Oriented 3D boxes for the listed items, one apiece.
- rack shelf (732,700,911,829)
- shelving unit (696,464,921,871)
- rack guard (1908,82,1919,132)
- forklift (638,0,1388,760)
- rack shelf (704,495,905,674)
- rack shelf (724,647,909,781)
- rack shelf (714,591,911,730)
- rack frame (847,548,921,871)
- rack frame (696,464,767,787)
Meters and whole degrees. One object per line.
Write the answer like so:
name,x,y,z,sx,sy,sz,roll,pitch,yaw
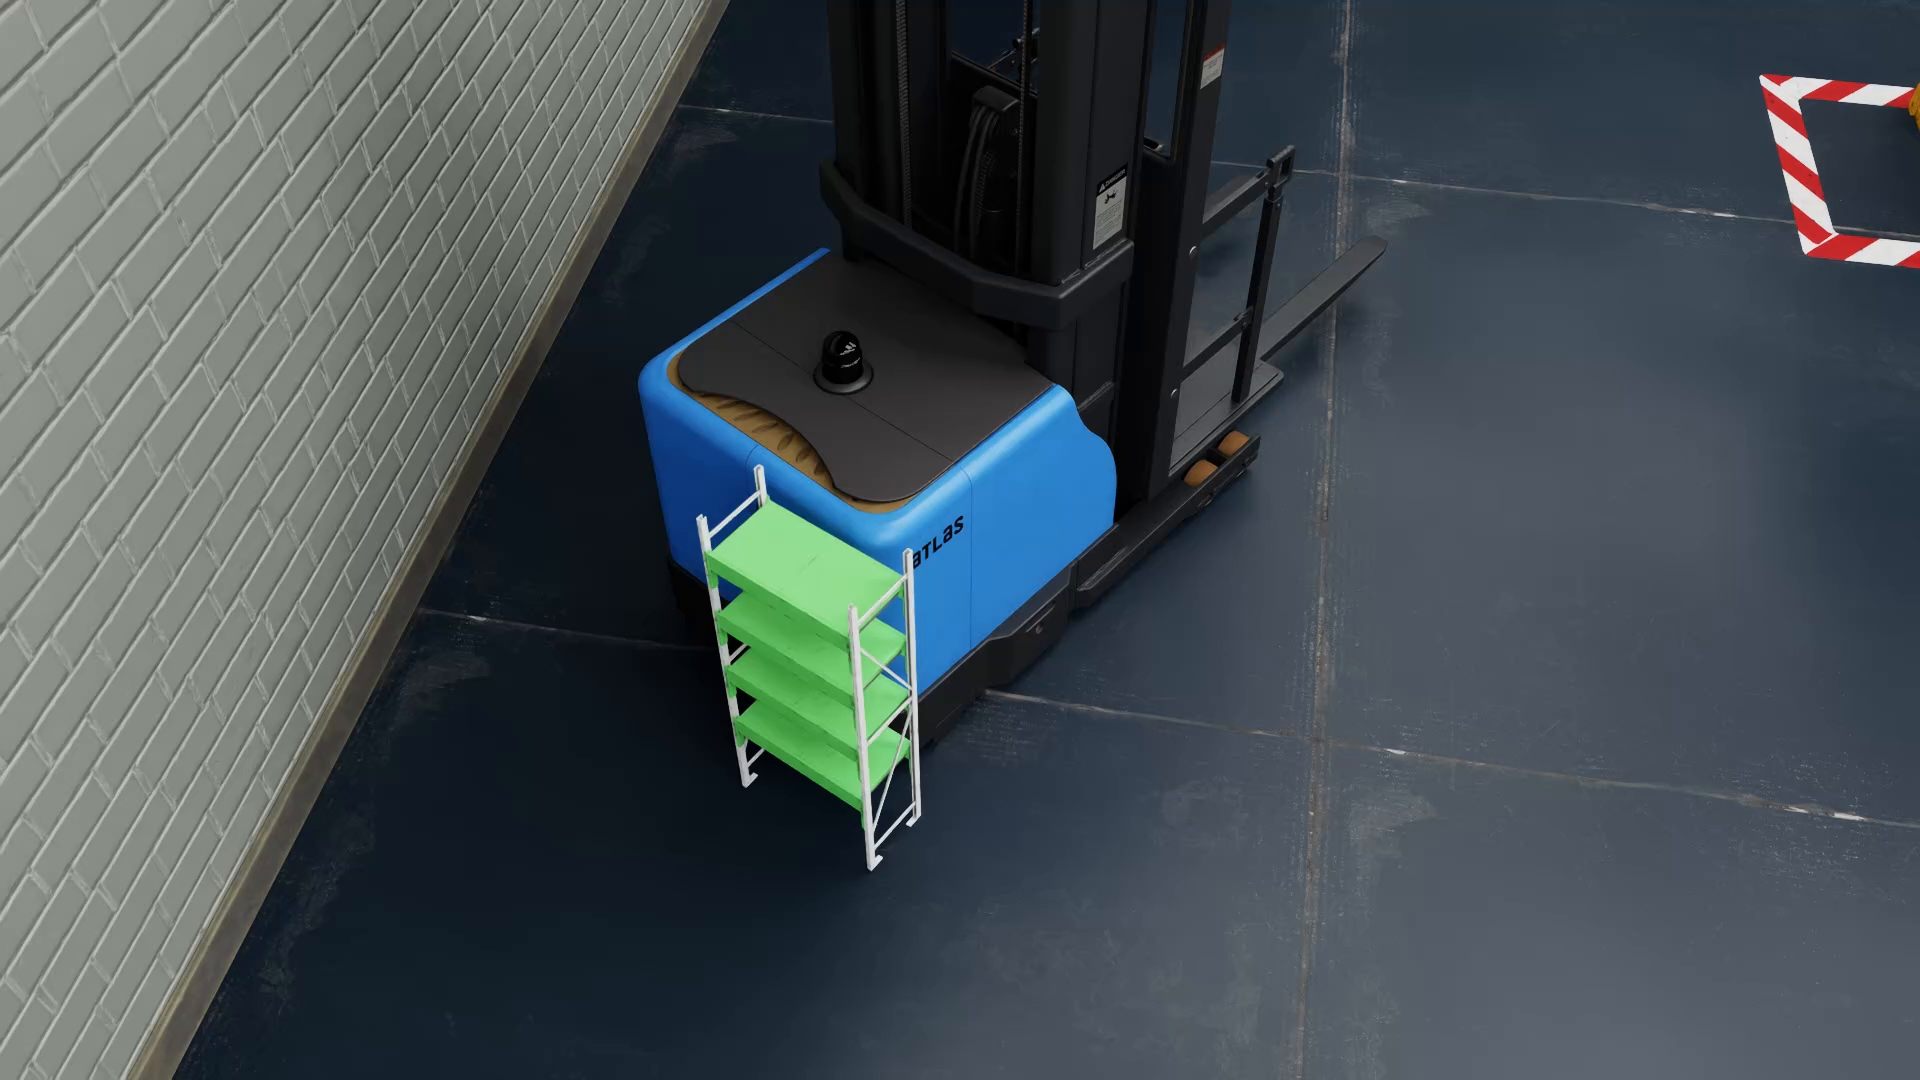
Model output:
rack shelf,-0.391,0.591,4.821,0.480,0.148,0.258,29,54,23
shelving unit,-0.391,0.387,4.595,0.503,1.200,0.258,29,54,23
rack guard,4.354,-1.714,6.954,0.348,0.500,1.175,8,49,7
forklift,0.416,-1.325,4.970,1.130,2.935,3.031,34,56,26
rack shelf,-0.391,0.109,4.286,0.480,0.148,0.258,29,54,23
rack shelf,-0.391,0.430,4.643,0.480,0.148,0.258,29,54,23
rack shelf,-0.391,0.270,4.464,0.480,0.148,0.258,29,54,23
rack frame,-0.195,0.495,4.498,0.015,1.200,0.240,29,54,23
rack frame,-0.587,0.279,4.692,0.015,1.200,0.240,29,54,23
